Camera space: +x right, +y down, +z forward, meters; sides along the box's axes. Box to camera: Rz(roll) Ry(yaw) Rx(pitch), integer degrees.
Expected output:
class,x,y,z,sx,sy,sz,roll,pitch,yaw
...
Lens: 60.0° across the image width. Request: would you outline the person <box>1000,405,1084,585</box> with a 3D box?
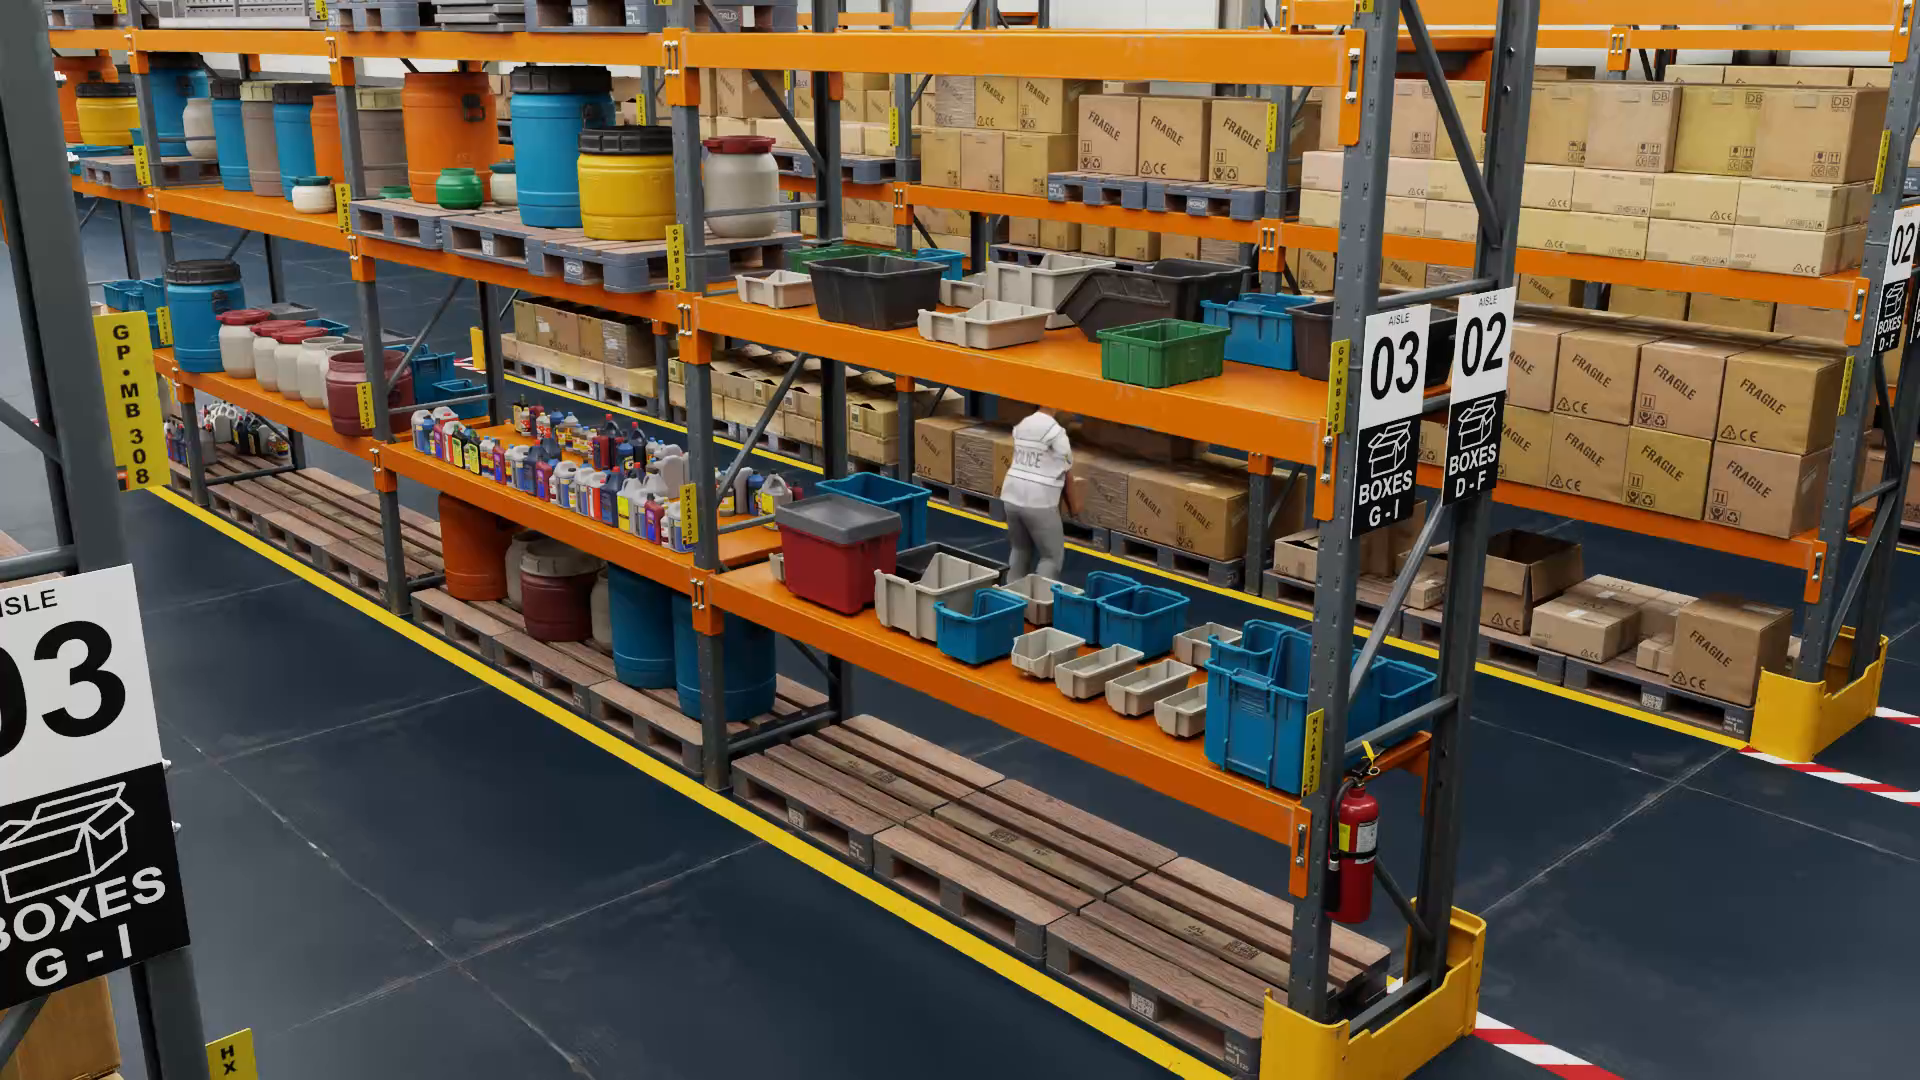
class,x,y,z,sx,sy,sz,roll,pitch,yaw
person,0.577,-0.268,11.966,0.604,1.723,0.478,-16,23,-42
